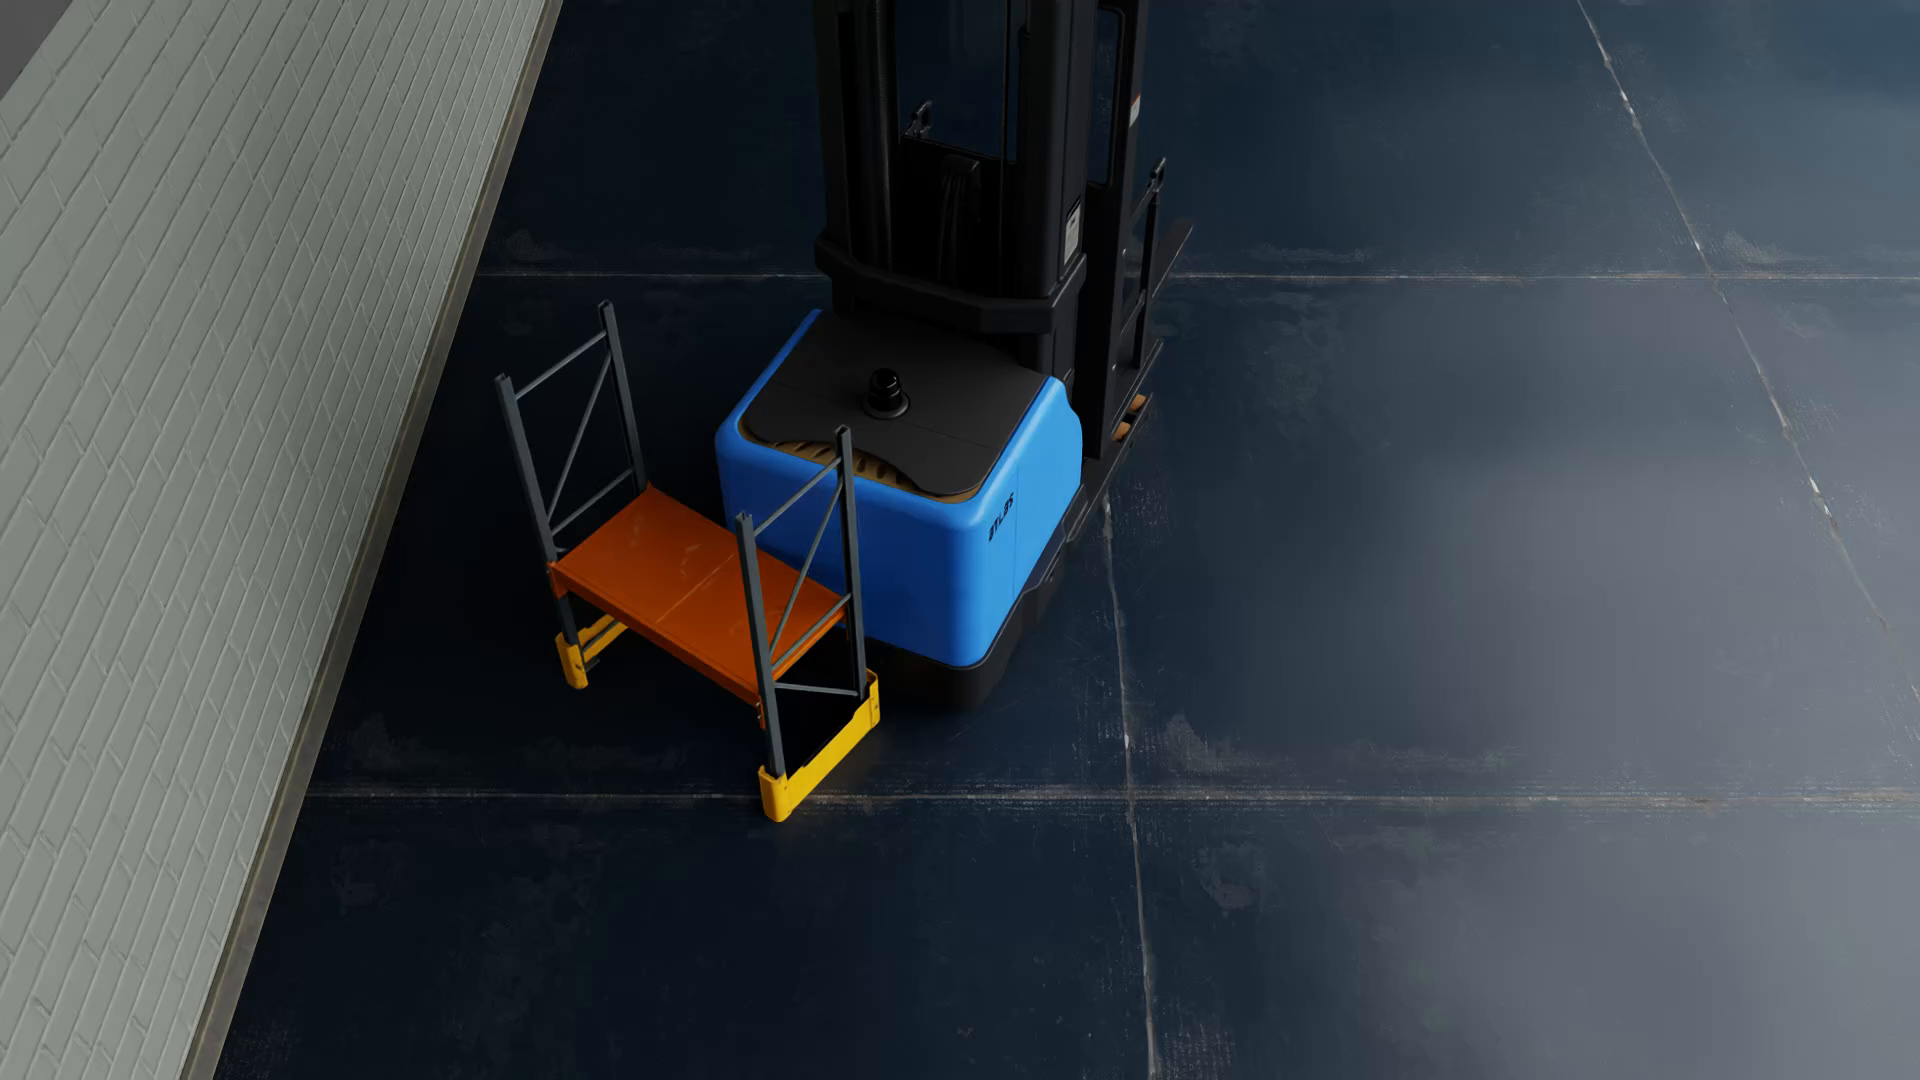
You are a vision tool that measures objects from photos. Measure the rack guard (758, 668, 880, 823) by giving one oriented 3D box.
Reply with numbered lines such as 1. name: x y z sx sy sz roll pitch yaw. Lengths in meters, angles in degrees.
1. rack guard: -0.498 0.733 5.978 0.087 0.250 0.587 29 53 24

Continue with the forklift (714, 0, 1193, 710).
1. forklift: 0.193 -1.464 6.191 1.130 2.935 3.031 18 50 16

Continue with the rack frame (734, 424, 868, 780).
1. rack frame: -0.497 0.308 5.520 0.032 1.500 0.500 29 53 24

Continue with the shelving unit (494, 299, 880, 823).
1. shelving unit: -0.898 0.090 5.723 1.083 1.500 0.587 29 53 24

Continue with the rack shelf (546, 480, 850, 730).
1. rack shelf: -0.905 0.208 5.858 1.000 0.185 0.538 29 53 24

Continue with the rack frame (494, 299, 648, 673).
1. rack frame: -1.313 -0.136 5.933 0.032 1.500 0.500 29 53 24

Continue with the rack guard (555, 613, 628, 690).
1. rack guard: -1.298 0.298 6.382 0.087 0.250 0.587 29 53 24
